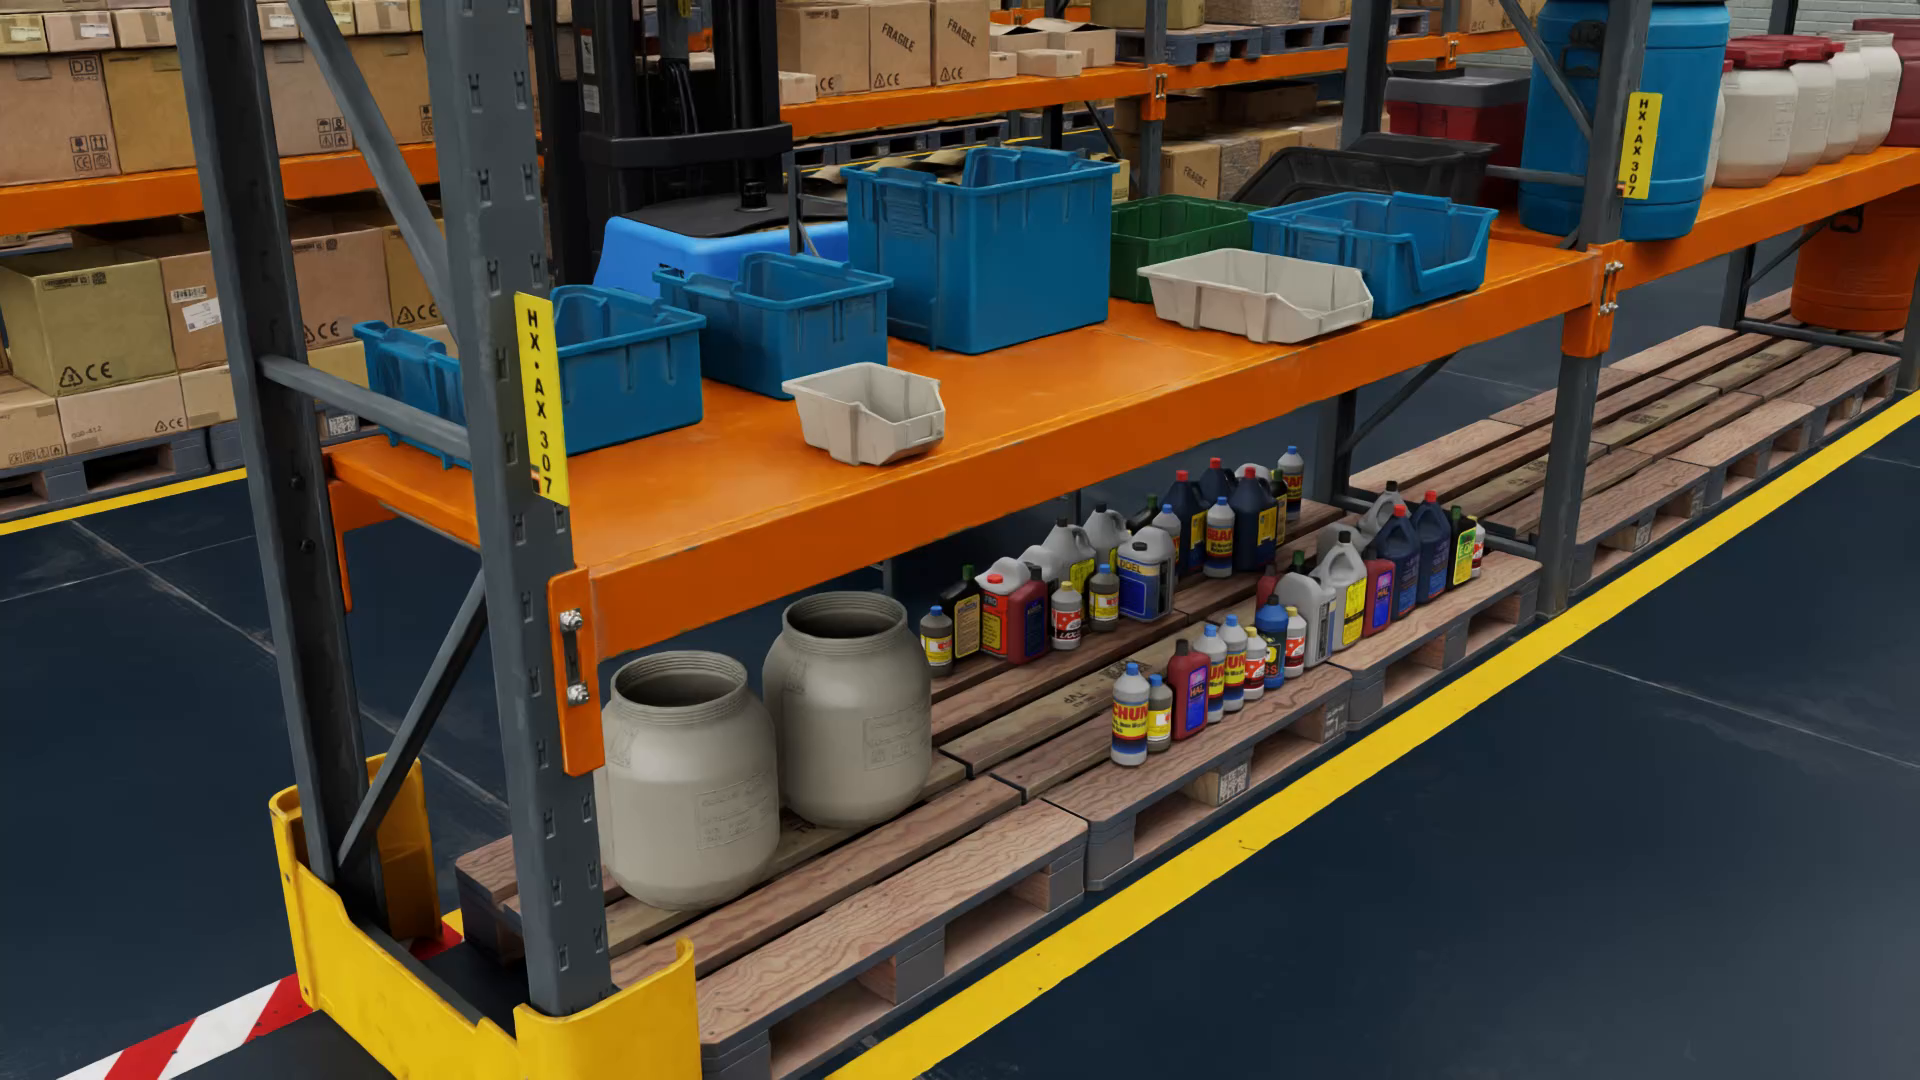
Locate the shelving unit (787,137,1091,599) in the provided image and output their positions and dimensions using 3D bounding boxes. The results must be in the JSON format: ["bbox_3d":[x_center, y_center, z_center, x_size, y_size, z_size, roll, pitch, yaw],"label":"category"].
[{"bbox_3d":[-0.059,-0.678,6.248,0.538,1.500,1.048,19,28,41],"label":"shelving unit"}]

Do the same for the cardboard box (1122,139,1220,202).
[{"bbox_3d":[1.520,-2.607,12.048,0.500,0.500,0.500,-19,28,-40],"label":"cardboard box"}]

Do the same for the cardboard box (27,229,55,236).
[{"bbox_3d":[-6.475,-2.202,11.484,0.380,0.149,0.250,17,27,36],"label":"cardboard box"}]

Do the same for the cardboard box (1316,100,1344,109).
[{"bbox_3d":[3.276,-3.527,14.440,0.500,0.500,0.500,18,27,38],"label":"cardboard box"}]

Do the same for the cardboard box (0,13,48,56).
[{"bbox_3d":[-3.798,-1.995,6.542,0.380,0.149,0.250,19,28,41],"label":"cardboard box"}]

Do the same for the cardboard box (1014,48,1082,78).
[{"bbox_3d":[0.568,-3.105,10.823,0.380,0.149,0.250,19,28,41],"label":"cardboard box"}]

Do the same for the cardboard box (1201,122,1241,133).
[{"bbox_3d":[1.843,-2.994,13.054,0.500,0.500,0.500,18,27,39],"label":"cardboard box"}]

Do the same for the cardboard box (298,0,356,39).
[{"bbox_3d":[-2.899,-2.326,7.401,0.250,0.149,0.380,-19,28,-40],"label":"cardboard box"}]

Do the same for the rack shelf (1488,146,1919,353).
[{"bbox_3d":[3.149,-1.433,7.123,1.077,0.370,4.000,19,28,41],"label":"rack shelf"}]

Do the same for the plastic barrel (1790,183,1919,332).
[{"bbox_3d":[4.873,-1.595,8.984,0.600,0.830,0.708,19,28,41],"label":"plastic barrel"}]

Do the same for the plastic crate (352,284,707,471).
[{"bbox_3d":[-0.902,-0.360,3.538,0.499,0.251,0.616,19,28,41],"label":"plastic crate"}]

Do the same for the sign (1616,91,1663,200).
[{"bbox_3d":[2.140,-1.243,5.241,0.100,0.325,0.005,19,28,41],"label":"sign"}]

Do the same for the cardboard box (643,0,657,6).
[{"bbox_3d":[-2.875,-4.891,14.365,0.700,0.500,0.500,15,26,35],"label":"cardboard box"}]

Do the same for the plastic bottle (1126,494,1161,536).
[{"bbox_3d":[0.617,-0.007,5.586,0.133,0.283,0.061,-19,28,-40],"label":"plastic bottle"}]

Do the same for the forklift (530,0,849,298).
[{"bbox_3d":[-1.587,-2.087,7.919,1.130,2.935,3.031,-16,26,-35],"label":"forklift"}]

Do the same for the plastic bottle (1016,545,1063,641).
[{"bbox_3d":[0.223,0.165,5.149,0.152,0.276,0.135,18,28,39],"label":"plastic bottle"}]

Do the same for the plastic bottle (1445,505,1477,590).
[{"bbox_3d":[1.654,0.015,5.529,0.133,0.283,0.061,-18,28,-39],"label":"plastic bottle"}]

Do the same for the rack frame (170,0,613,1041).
[{"bbox_3d":[-1.037,-0.226,2.982,1.000,3.000,0.127,19,28,41],"label":"rack frame"}]

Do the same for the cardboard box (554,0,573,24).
[{"bbox_3d":[-2.003,-2.658,8.265,0.380,0.149,0.250,19,28,40],"label":"cardboard box"}]

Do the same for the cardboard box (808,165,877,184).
[{"bbox_3d":[-0.654,-2.236,10.678,0.500,0.311,0.500,19,28,40],"label":"cardboard box"}]

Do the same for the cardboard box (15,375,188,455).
[{"bbox_3d":[-3.703,-0.591,7.178,0.500,0.250,0.500,19,28,41],"label":"cardboard box"}]

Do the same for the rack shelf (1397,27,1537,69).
[{"bbox_3d":[5.183,-4.730,15.702,1.077,0.370,4.000,19,28,41],"label":"rack shelf"}]

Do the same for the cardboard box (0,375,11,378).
[{"bbox_3d":[-4.421,-0.591,7.179,0.500,0.250,0.500,19,28,41],"label":"cardboard box"}]

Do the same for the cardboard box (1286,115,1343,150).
[{"bbox_3d":[2.948,-3.138,13.428,0.500,0.500,0.500,20,29,41],"label":"cardboard box"}]

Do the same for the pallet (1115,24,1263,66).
[{"bbox_3d":[1.420,-3.625,12.093,1.213,0.211,1.003,19,28,41],"label":"pallet"}]

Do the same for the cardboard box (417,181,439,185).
[{"bbox_3d":[-4.518,-3.111,13.359,0.700,0.500,0.500,19,28,40],"label":"cardboard box"}]

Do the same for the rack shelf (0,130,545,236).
[{"bbox_3d":[-3.188,-1.645,7.676,1.077,0.370,4.000,19,28,41],"label":"rack shelf"}]

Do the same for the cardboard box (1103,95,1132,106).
[{"bbox_3d":[1.544,-5.246,18.940,0.500,0.500,0.700,-19,28,-41],"label":"cardboard box"}]

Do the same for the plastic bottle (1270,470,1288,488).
[{"bbox_3d":[1.146,-0.155,6.084,0.097,0.201,0.097,0,21,0],"label":"plastic bottle"}]

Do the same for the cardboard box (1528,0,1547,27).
[{"bbox_3d":[5.044,-4.921,15.058,0.500,0.500,0.500,19,28,40],"label":"cardboard box"}]

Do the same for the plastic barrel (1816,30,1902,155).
[{"bbox_3d":[3.980,-2.017,7.485,0.421,0.512,0.421,0,21,0],"label":"plastic barrel"}]

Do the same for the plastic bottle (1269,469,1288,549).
[{"bbox_3d":[1.088,-0.103,5.834,0.061,0.283,0.133,19,28,41],"label":"plastic bottle"}]

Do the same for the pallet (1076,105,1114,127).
[{"bbox_3d":[1.674,-4.980,19.236,1.003,0.211,1.213,19,28,41],"label":"pallet"}]

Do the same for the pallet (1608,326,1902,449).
[{"bbox_3d":[3.976,-0.791,8.339,1.003,0.211,1.213,19,28,41],"label":"pallet"}]

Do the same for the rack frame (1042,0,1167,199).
[{"bbox_3d":[0.998,-3.523,11.560,1.000,3.000,0.127,19,28,41],"label":"rack frame"}]

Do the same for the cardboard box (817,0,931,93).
[{"bbox_3d":[-0.528,-2.999,10.057,0.500,0.500,0.500,19,28,41],"label":"cardboard box"}]

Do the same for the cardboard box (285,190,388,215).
[{"bbox_3d":[-3.038,-1.460,8.393,0.500,0.500,0.500,19,28,41],"label":"cardboard box"}]

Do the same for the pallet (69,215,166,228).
[{"bbox_3d":[-5.788,-2.251,12.136,1.003,0.211,1.213,19,28,41],"label":"pallet"}]

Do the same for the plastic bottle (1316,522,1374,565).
[{"bbox_3d":[1.253,0.068,5.399,0.152,0.276,0.135,19,28,41],"label":"plastic bottle"}]

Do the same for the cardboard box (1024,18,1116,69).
[{"bbox_3d":[0.713,-3.399,11.361,0.500,0.311,0.500,-18,27,-39],"label":"cardboard box"}]

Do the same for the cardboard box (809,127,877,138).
[{"bbox_3d":[-1.331,-4.334,16.081,0.750,0.750,0.750,19,28,40],"label":"cardboard box"}]

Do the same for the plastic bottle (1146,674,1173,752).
[{"bbox_3d":[0.524,0.460,4.484,0.097,0.201,0.097,0,21,0],"label":"plastic bottle"}]

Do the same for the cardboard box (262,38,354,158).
[{"bbox_3d":[-3.170,-2.029,7.533,0.500,0.500,0.700,-19,28,-40],"label":"cardboard box"}]

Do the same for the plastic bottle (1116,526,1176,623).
[{"bbox_3d":[0.589,0.104,5.307,0.152,0.276,0.135,19,28,41],"label":"plastic bottle"}]

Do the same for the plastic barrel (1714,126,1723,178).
[{"bbox_3d":[2.787,-1.491,6.467,0.301,0.262,0.301,0,21,0],"label":"plastic barrel"}]

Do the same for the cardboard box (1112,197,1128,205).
[{"bbox_3d":[0.805,-2.239,11.467,0.500,0.250,0.500,-19,28,-41],"label":"cardboard box"}]

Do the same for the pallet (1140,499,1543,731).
[{"bbox_3d":[1.255,0.210,5.735,1.003,0.211,1.213,19,28,41],"label":"pallet"}]

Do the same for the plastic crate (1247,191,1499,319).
[{"bbox_3d":[1.176,-0.832,4.766,0.499,0.251,0.616,19,28,41],"label":"plastic crate"}]

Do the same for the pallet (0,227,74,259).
[{"bbox_3d":[-6.639,-1.936,11.316,1.003,0.211,1.213,19,28,41],"label":"pallet"}]

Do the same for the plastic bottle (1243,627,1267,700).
[{"bbox_3d":[0.829,0.347,4.777,0.097,0.201,0.097,0,21,0],"label":"plastic bottle"}]

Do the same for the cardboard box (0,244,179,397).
[{"bbox_3d":[-3.702,-0.940,7.042,0.500,0.500,0.500,19,28,41],"label":"cardboard box"}]

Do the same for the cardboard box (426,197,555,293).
[{"bbox_3d":[-2.317,-1.458,8.389,0.500,0.500,0.500,19,28,41],"label":"cardboard box"}]

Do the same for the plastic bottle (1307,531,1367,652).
[{"bbox_3d":[1.152,0.147,5.090,0.144,0.351,0.185,19,28,40],"label":"plastic bottle"}]

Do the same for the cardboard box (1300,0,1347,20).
[{"bbox_3d":[2.600,-4.324,12.920,0.700,0.500,0.500,12,24,27],"label":"cardboard box"}]

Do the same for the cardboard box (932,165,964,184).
[{"bbox_3d":[0.097,-2.237,10.679,0.500,0.311,0.500,19,28,40],"label":"cardboard box"}]
